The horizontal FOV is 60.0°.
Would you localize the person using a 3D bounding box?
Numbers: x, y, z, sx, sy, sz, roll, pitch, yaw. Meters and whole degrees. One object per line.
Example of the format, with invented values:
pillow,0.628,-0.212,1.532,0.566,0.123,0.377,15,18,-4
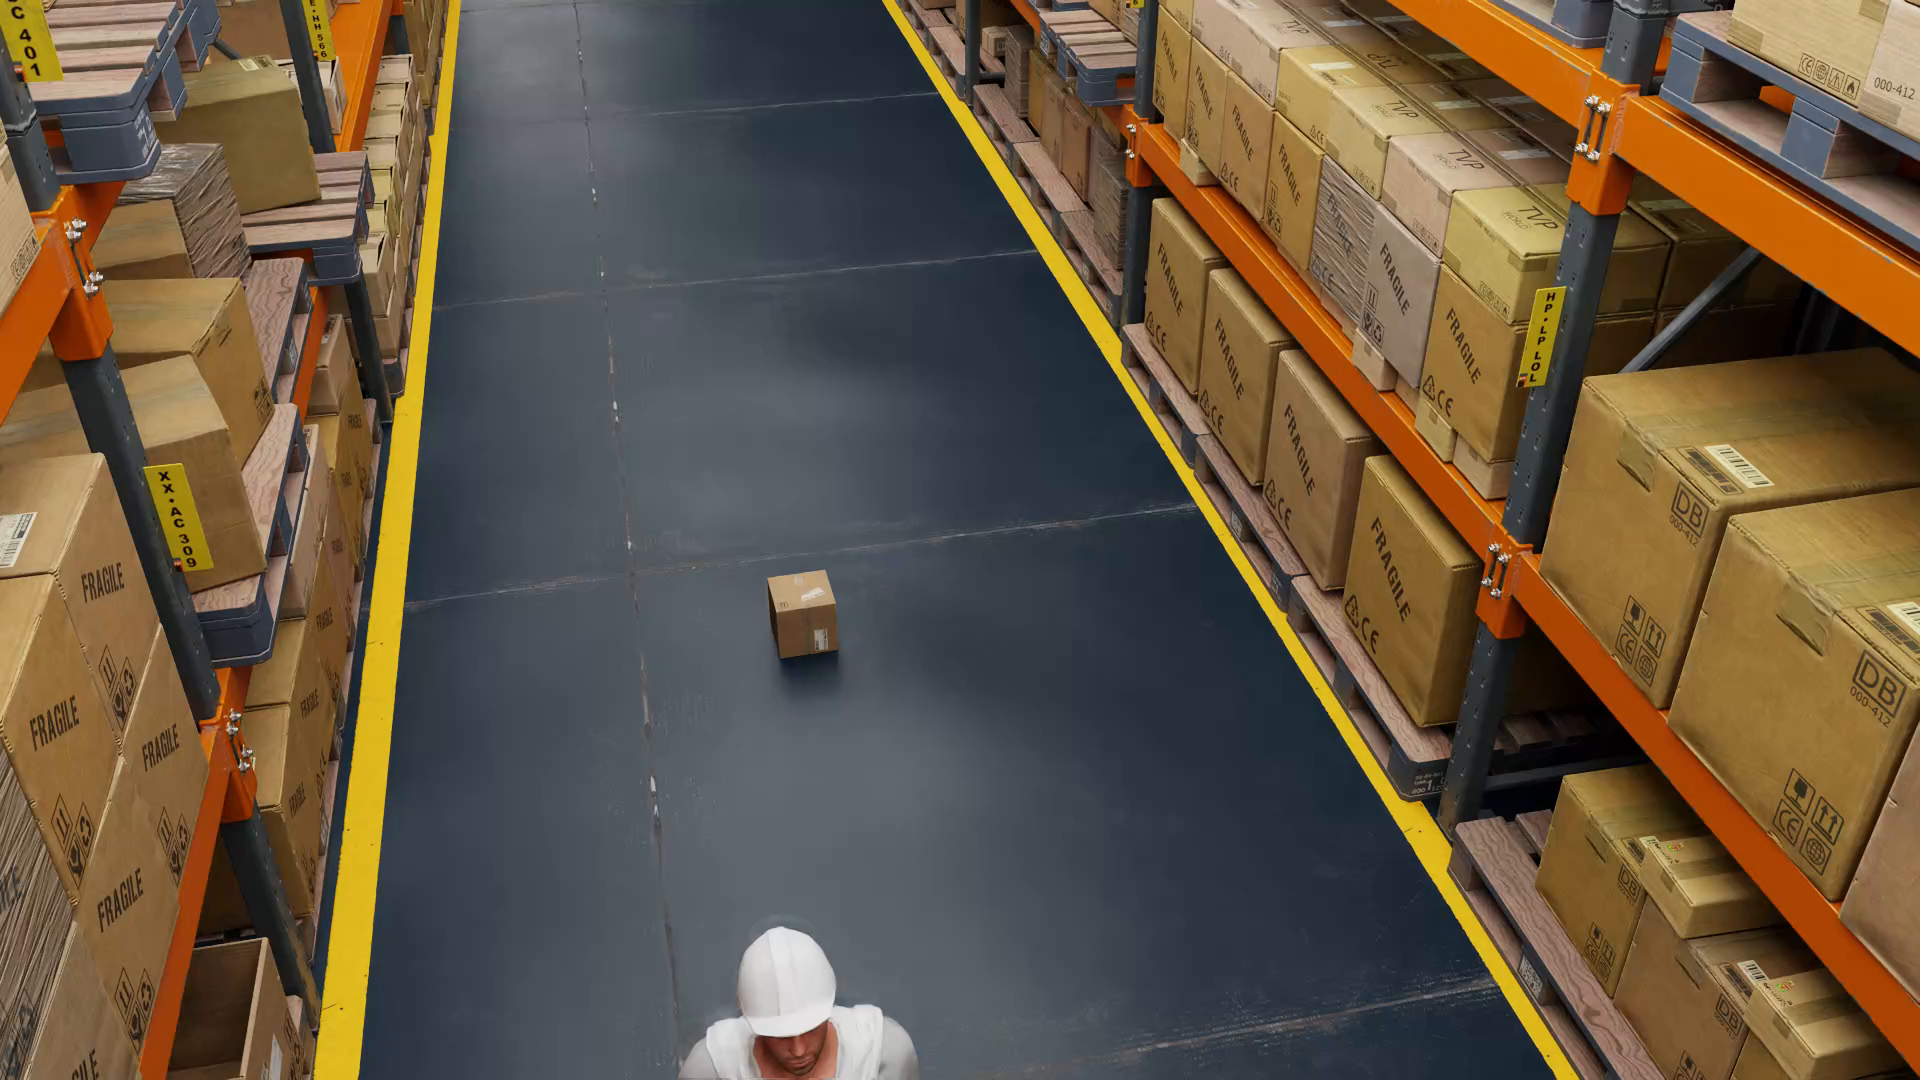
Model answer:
person,-0.347,1.627,3.725,0.539,1.833,0.686,-2,34,-2
